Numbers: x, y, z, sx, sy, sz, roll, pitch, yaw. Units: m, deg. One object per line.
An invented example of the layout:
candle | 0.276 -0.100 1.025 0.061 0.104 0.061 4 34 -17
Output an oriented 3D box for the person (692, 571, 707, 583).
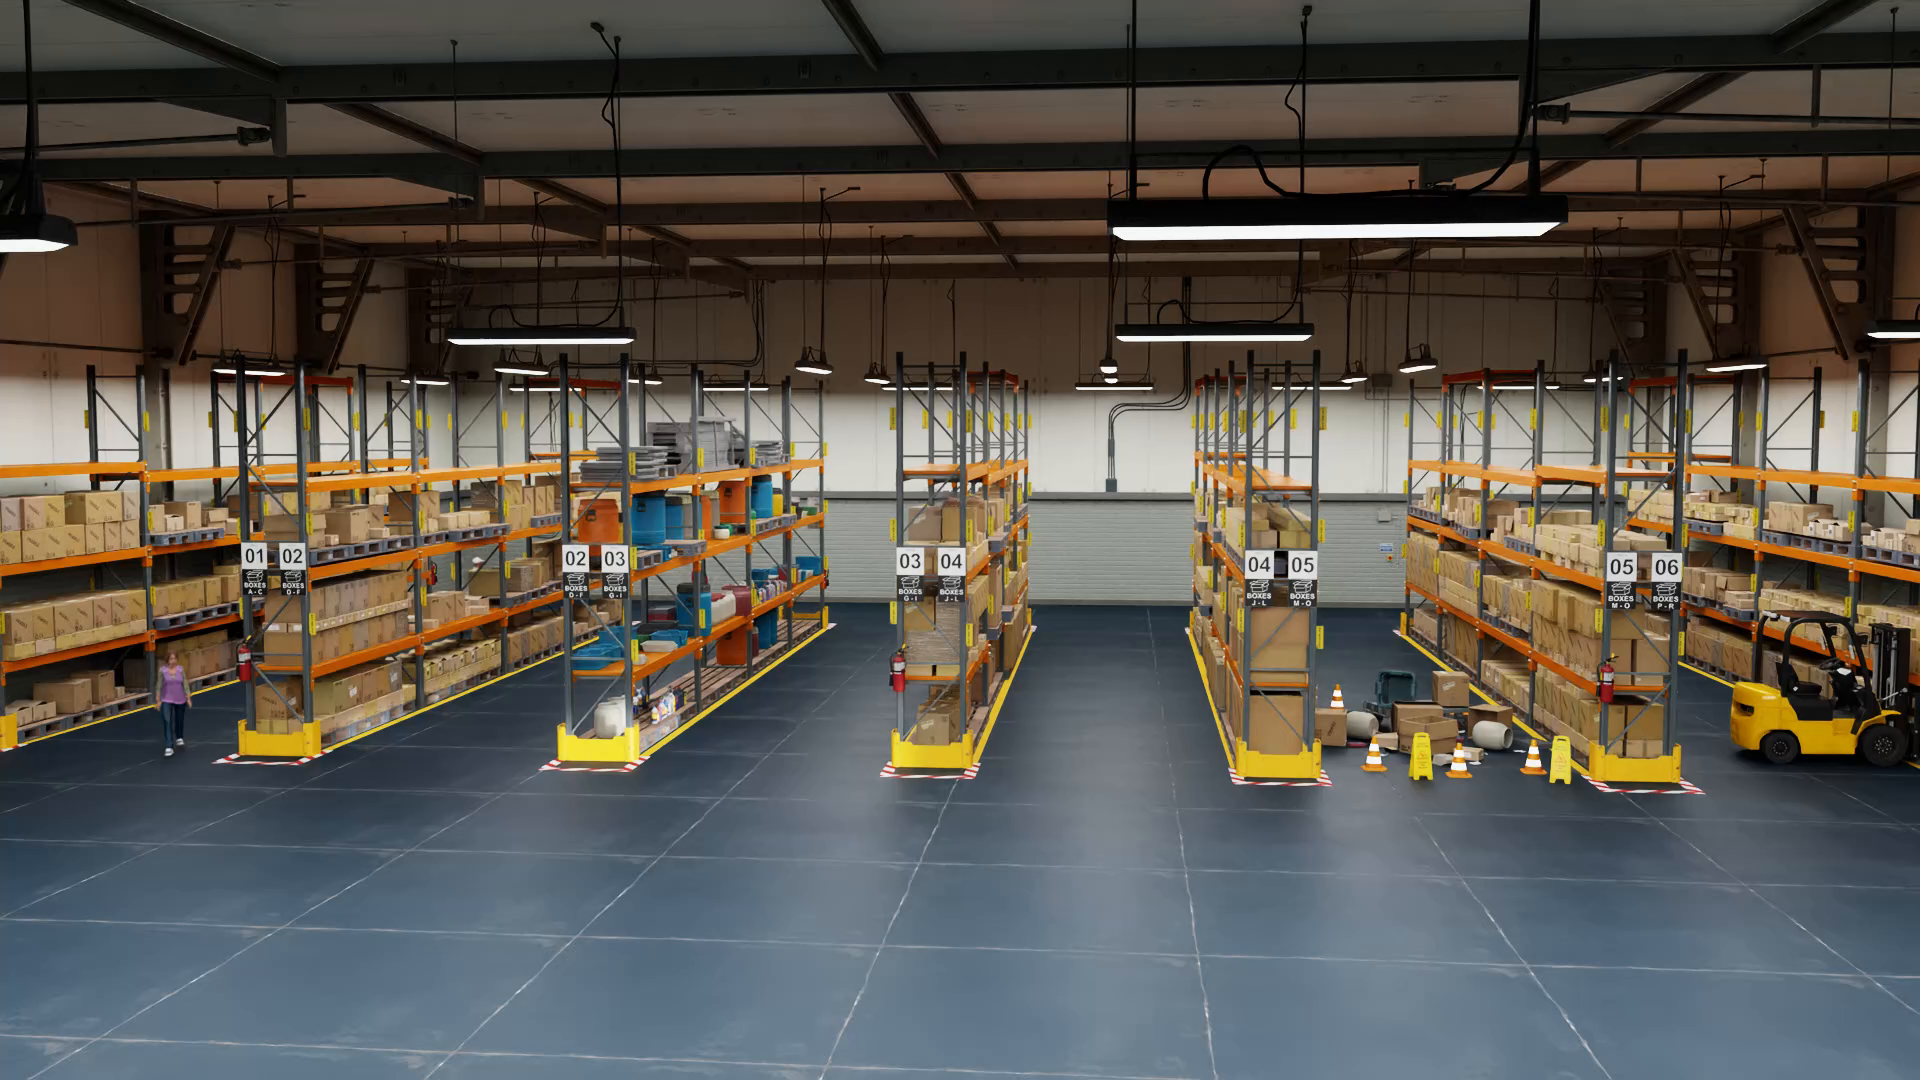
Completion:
person | -6.306 1.301 39.951 0.492 1.726 0.571 -2 5 -28

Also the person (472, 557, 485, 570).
person | -11.525 1.304 39.577 0.510 1.788 0.697 -3 5 -34

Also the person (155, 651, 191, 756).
person | -11.866 2.417 25.083 0.486 1.513 1.024 -2 5 -26
